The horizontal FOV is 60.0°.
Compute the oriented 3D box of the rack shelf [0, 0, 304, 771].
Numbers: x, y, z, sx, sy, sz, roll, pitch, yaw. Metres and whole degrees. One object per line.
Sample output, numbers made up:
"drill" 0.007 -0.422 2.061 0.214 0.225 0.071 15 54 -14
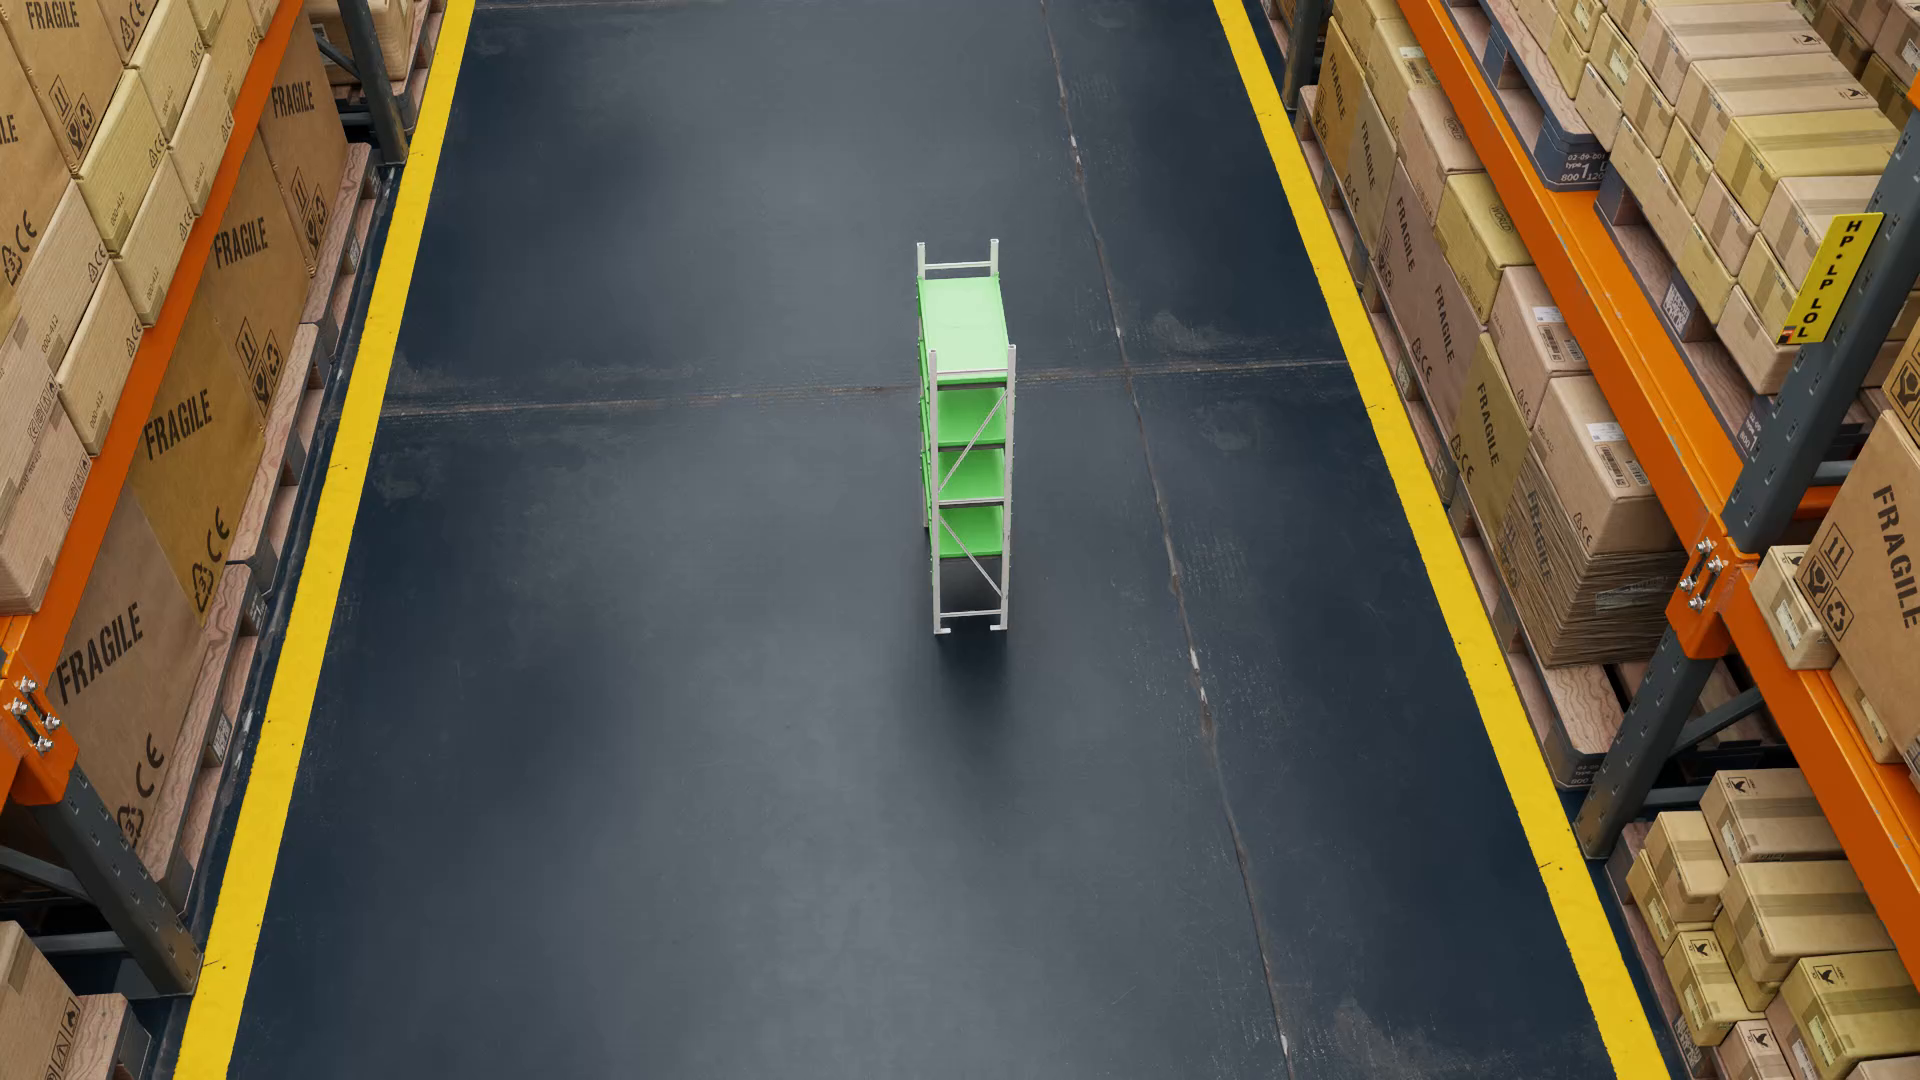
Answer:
"rack shelf" -2.770 -0.992 5.119 1.077 0.370 4.000 -3 47 -3

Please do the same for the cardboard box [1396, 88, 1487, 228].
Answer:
"cardboard box" 1.874 -1.364 5.892 0.500 0.250 0.500 -3 47 -3

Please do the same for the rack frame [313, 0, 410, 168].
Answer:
"rack frame" -2.938 -2.687 6.229 1.000 3.000 0.127 -3 47 -3

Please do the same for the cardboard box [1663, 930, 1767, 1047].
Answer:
"cardboard box" 2.054 1.145 4.274 0.380 0.149 0.250 -2 47 -2

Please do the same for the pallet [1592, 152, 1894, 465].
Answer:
"pallet" 2.402 -0.662 4.444 1.003 0.211 1.213 -3 47 -3

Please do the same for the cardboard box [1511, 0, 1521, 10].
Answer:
"cardboard box" 1.936 -1.823 5.295 0.380 0.149 0.250 -3 47 -3

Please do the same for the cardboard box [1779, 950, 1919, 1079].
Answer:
"cardboard box" 2.178 1.109 3.898 0.380 0.149 0.250 -4 47 -4

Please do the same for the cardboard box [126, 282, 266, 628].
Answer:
"cardboard box" -2.818 -0.303 5.145 0.875 0.875 0.875 -2 47 -2

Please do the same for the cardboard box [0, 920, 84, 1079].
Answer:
"cardboard box" -2.657 1.405 3.829 0.875 0.438 0.875 -4 47 -4

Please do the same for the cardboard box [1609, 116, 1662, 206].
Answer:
"cardboard box" 2.029 -1.050 4.562 0.380 0.149 0.250 -6 47 -5

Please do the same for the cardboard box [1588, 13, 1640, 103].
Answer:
"cardboard box" 2.002 -1.359 4.650 0.380 0.149 0.250 -6 47 -5

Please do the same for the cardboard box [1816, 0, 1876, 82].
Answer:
"cardboard box" 2.654 -1.397 4.686 0.380 0.149 0.250 -2 47 -2

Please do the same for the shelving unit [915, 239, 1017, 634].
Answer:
"shelving unit" 0.014 -0.293 5.201 0.258 1.200 0.503 -3 47 -3

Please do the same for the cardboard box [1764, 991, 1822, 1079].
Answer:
"cardboard box" 2.200 1.200 4.017 0.380 0.149 0.250 -4 47 -4

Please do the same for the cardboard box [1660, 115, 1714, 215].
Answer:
"cardboard box" 2.050 -0.973 4.284 0.380 0.149 0.250 -2 47 -2

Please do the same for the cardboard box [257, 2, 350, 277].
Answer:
"cardboard box" -2.963 -1.596 6.369 0.875 0.875 0.875 -4 47 -4

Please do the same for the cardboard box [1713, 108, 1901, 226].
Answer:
"cardboard box" 2.070 -0.902 4.012 0.380 0.149 0.250 -5 47 -4

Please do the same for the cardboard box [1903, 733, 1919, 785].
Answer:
"cardboard box" 2.160 0.428 3.005 0.500 0.500 0.500 -3 47 -3

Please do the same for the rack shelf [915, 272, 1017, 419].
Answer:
"rack shelf" 0.014 -0.579 4.899 0.258 0.148 0.480 -3 47 -3

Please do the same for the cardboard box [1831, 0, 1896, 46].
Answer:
"cardboard box" 2.658 -1.495 4.574 0.380 0.149 0.250 -4 47 -4

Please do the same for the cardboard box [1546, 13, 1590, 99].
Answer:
"cardboard box" 1.978 -1.442 4.934 0.380 0.149 0.250 -2 47 -2

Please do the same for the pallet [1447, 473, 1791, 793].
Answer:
"pallet" 2.255 0.229 5.388 1.003 0.211 1.213 -3 47 -3

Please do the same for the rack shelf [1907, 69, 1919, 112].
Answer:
"rack shelf" 2.154 -2.398 4.384 1.077 0.370 4.000 -3 47 -3

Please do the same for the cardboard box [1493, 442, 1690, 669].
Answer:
"cardboard box" 2.008 0.028 5.090 0.500 0.500 0.500 -4 47 -4

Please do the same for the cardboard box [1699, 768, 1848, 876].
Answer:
"cardboard box" 2.144 0.727 4.260 0.380 0.149 0.250 -2 47 -2

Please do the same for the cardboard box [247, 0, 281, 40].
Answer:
"cardboard box" -2.578 -1.916 5.602 0.500 0.250 0.500 -3 47 -3

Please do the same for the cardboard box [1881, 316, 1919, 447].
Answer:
"cardboard box" 2.116 -0.306 3.011 0.500 0.500 0.500 -2 47 -2

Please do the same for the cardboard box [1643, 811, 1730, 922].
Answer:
"cardboard box" 2.033 0.849 4.350 0.380 0.149 0.250 -2 47 -1

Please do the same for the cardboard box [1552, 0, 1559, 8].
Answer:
"cardboard box" 1.962 -1.732 5.004 0.380 0.149 0.250 -2 47 -2

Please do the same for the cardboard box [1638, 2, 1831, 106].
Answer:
"cardboard box" 2.028 -1.279 4.369 0.380 0.149 0.250 -4 47 -3

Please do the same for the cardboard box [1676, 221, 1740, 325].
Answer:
"cardboard box" 2.068 -0.688 4.219 0.380 0.149 0.250 -3 47 -3

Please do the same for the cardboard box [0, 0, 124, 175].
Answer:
"cardboard box" -2.463 -1.236 4.097 0.500 0.500 0.500 -5 47 -4

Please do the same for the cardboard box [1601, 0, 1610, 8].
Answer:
"cardboard box" 1.985 -1.651 4.722 0.380 0.149 0.250 -5 47 -5

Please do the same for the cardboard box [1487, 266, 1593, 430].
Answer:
"cardboard box" 1.977 -0.606 5.173 0.500 0.250 0.500 -1 47 -1

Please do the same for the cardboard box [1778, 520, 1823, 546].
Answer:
"cardboard box" 2.523 -0.260 4.846 0.500 0.250 0.500 -5 47 -5

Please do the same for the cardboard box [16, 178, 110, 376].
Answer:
"cardboard box" -2.430 -0.624 4.034 0.500 0.250 0.500 -3 47 -3

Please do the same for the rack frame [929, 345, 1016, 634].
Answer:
"rack frame" 0.034 -0.116 5.034 0.240 1.200 0.015 -3 47 -3

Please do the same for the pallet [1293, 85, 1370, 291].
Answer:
"pallet" 2.050 -1.536 7.060 1.003 0.211 1.213 -3 47 -3

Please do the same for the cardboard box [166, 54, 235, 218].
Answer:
"cardboard box" -2.481 -1.184 4.908 0.500 0.250 0.500 -4 47 -4

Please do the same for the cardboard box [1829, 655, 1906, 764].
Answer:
"cardboard box" 2.114 0.327 3.547 0.380 0.149 0.250 -2 47 -2

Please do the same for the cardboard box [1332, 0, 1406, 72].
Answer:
"cardboard box" 1.803 -2.090 6.579 0.500 0.250 0.500 -5 47 -5

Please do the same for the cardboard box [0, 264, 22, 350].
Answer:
"cardboard box" -2.353 -0.507 3.406 0.500 0.500 0.500 -3 47 -3

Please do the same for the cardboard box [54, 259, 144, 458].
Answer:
"cardboard box" -2.422 -0.450 4.213 0.500 0.250 0.500 -5 47 -4

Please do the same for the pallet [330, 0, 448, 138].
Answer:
"pallet" -3.002 -2.293 7.776 1.003 0.211 1.213 -3 47 -3

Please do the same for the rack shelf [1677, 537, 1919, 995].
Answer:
"rack shelf" 2.489 1.528 2.733 1.077 0.370 4.000 -3 47 -3

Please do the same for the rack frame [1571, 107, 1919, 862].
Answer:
"rack frame" 2.321 -0.167 3.842 1.000 3.000 0.127 -3 47 -3

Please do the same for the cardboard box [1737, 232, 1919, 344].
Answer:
"cardboard box" 2.091 -0.603 3.934 0.380 0.149 0.250 -2 47 -2

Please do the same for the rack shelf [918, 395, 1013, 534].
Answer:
"rack shelf" 0.014 -0.249 5.247 0.258 0.148 0.480 -3 47 -3

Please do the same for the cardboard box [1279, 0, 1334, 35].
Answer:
"cardboard box" 2.025 -2.877 7.669 1.050 0.750 0.750 -4 47 -4

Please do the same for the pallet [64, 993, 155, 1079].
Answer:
"pallet" -2.617 1.721 3.975 1.003 0.211 1.213 -3 47 -3

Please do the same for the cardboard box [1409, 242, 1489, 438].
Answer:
"cardboard box" 1.927 -0.714 5.793 0.500 0.500 0.500 -4 47 -4

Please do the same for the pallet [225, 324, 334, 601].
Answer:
"pallet" -2.848 -0.272 5.862 1.003 0.211 1.213 -3 47 -3

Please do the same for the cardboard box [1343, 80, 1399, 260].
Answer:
"cardboard box" 1.837 -1.455 6.494 0.500 0.500 0.500 -3 47 -3

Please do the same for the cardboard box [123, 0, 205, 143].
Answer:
"cardboard box" -2.491 -1.356 4.728 0.500 0.250 0.500 -5 47 -4
